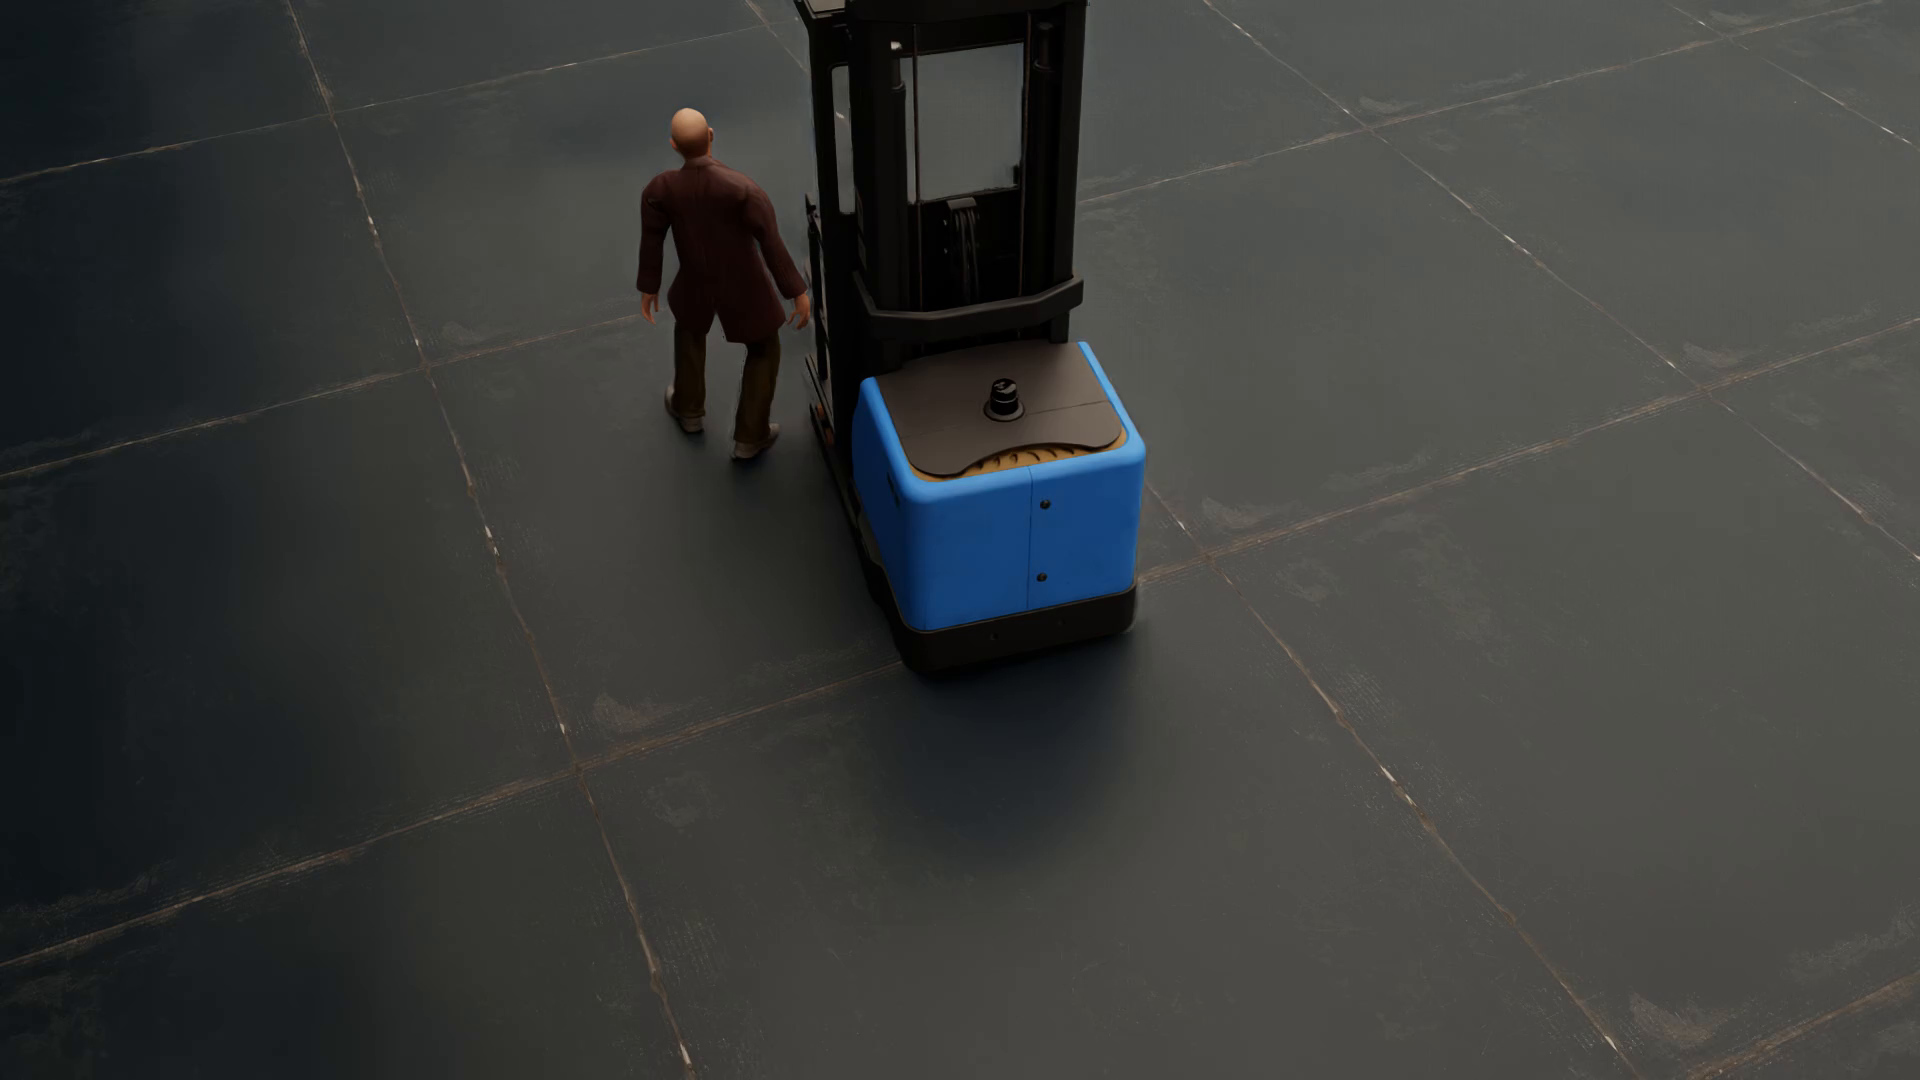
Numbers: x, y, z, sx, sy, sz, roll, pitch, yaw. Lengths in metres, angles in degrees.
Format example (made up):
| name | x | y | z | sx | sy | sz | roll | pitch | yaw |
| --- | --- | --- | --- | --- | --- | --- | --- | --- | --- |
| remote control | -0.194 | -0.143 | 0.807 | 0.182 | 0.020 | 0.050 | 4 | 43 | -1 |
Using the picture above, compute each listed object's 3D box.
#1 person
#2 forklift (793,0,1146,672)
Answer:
| name | x | y | z | sx | sy | sz | roll | pitch | yaw |
| --- | --- | --- | --- | --- | --- | --- | --- | --- | --- |
| person | -1.126 | -1.179 | 7.858 | 0.916 | 1.736 | 0.553 | 12 | 44 | 12 |
| forklift | -0.123 | -1.529 | 7.319 | 1.130 | 2.935 | 3.031 | -11 | 44 | -11 |
